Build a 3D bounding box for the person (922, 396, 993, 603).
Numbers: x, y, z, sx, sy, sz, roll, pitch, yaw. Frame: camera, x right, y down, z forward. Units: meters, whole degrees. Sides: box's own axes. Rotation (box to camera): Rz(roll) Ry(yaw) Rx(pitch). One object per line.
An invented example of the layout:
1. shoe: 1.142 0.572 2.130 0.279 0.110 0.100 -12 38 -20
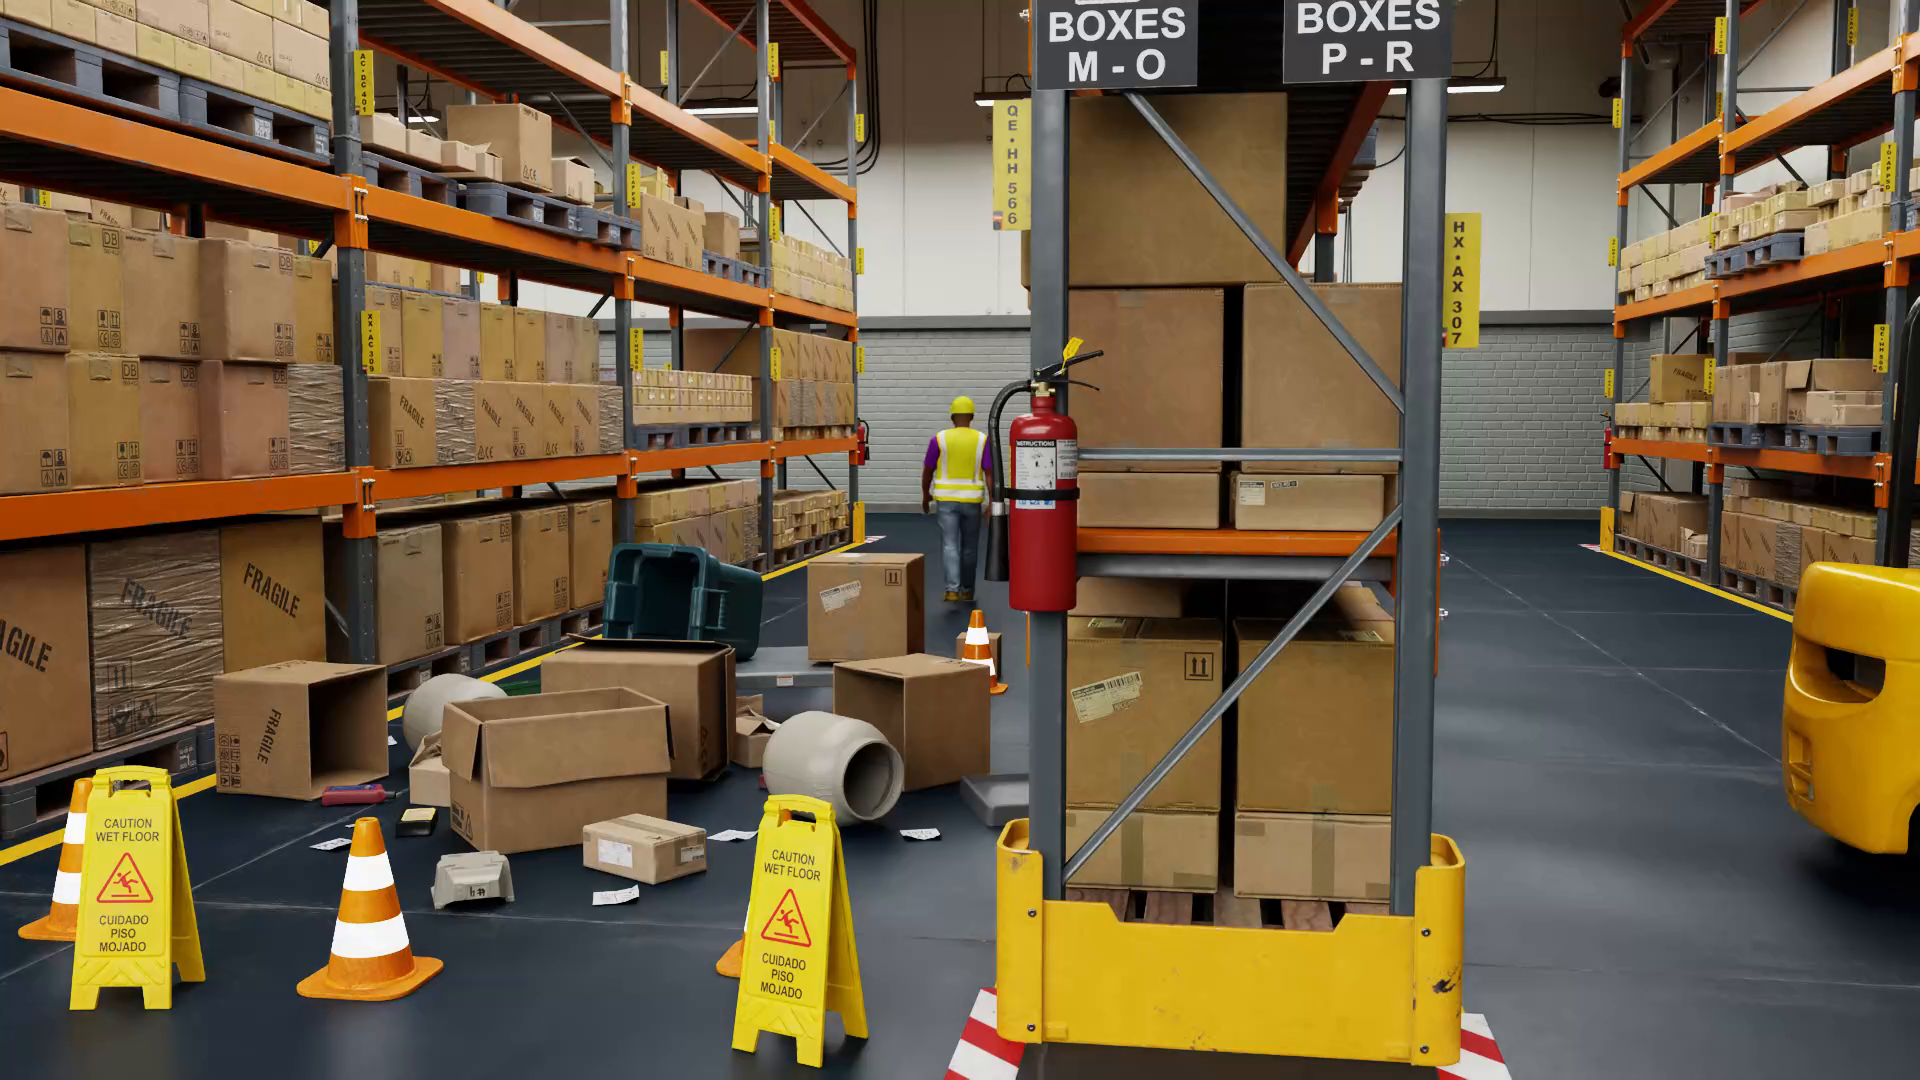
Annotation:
1. person: -0.013 -0.330 13.818 0.606 1.724 1.033 0 4 -5
